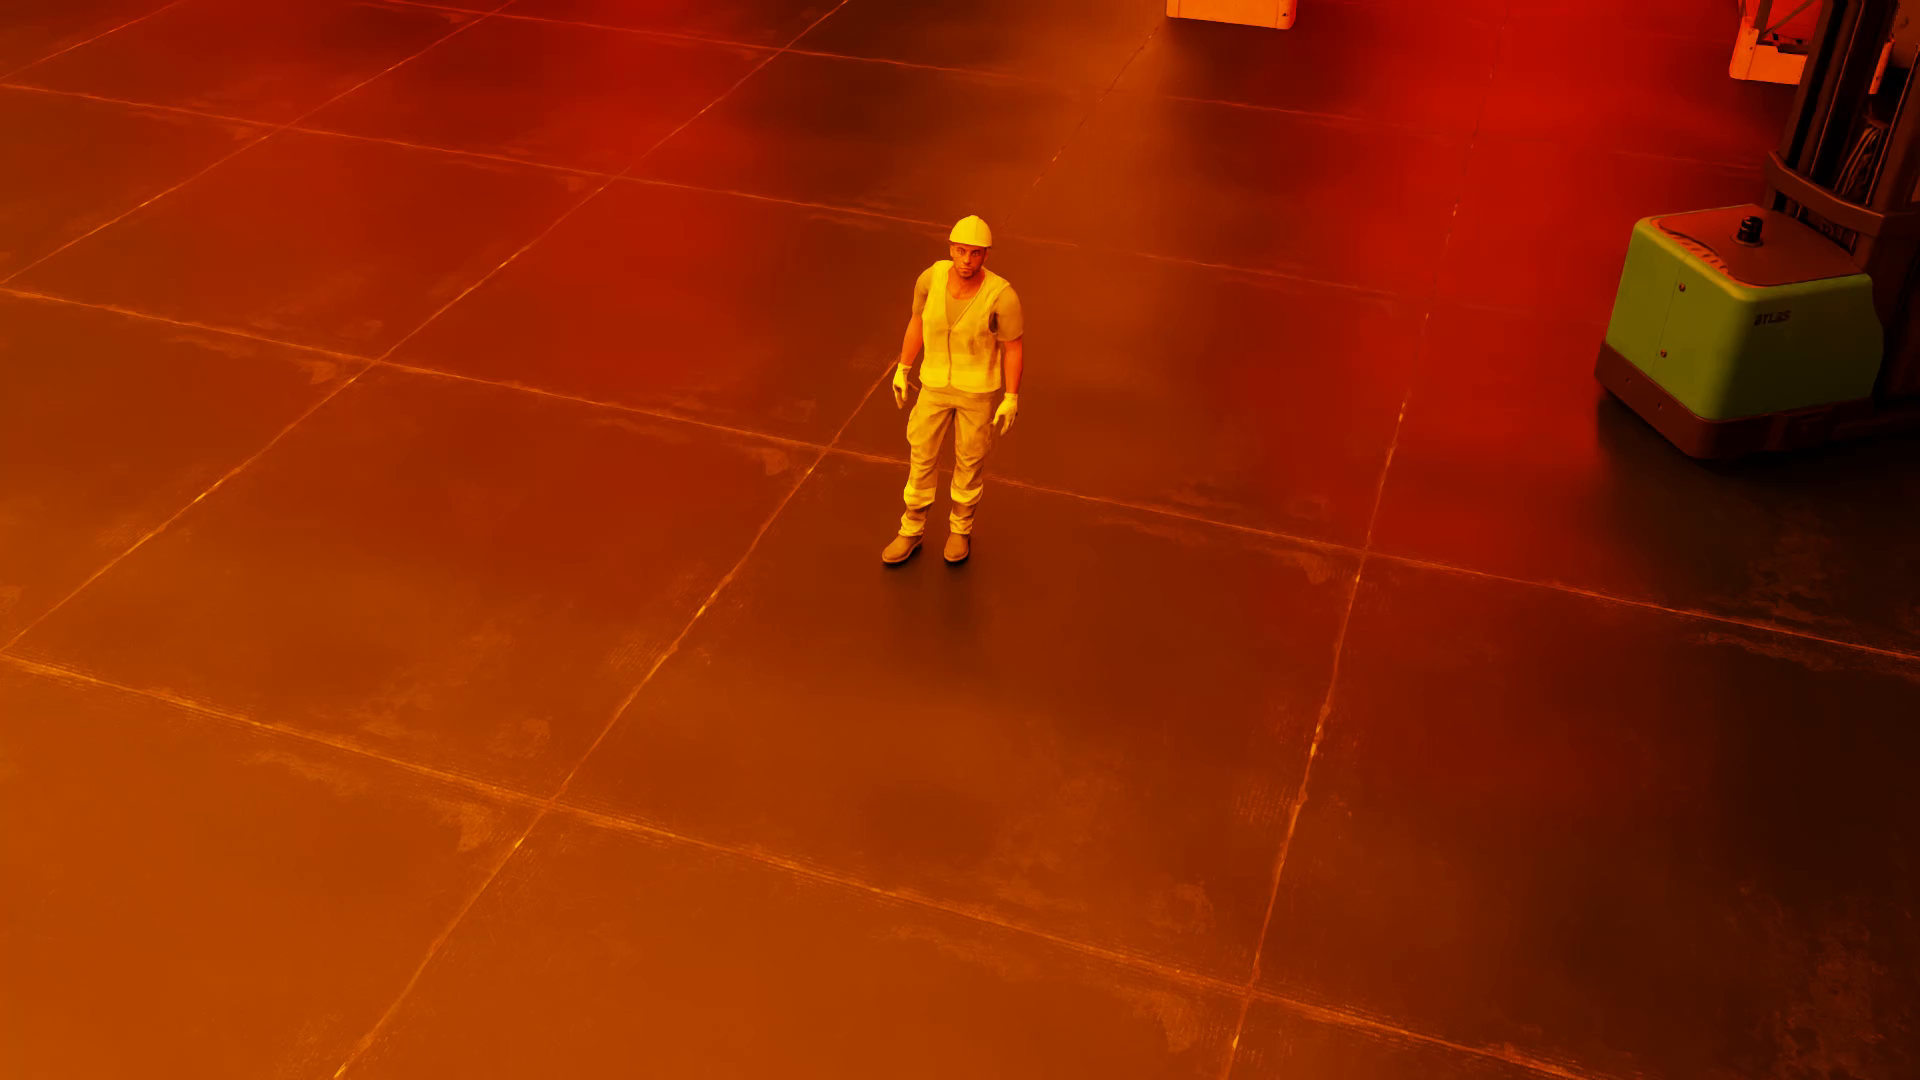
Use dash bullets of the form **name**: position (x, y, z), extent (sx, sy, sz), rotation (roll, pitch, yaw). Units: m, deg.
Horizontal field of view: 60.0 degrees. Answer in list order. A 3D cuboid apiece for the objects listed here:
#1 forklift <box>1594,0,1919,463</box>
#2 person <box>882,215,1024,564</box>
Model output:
- **forklift**: position (5.349, -2.092, 9.062), extent (3.031, 2.935, 1.130), rotation (-9, 36, -13)
- **person**: position (-0.038, -0.695, 8.065), extent (0.637, 1.787, 0.564), rotation (12, 37, 16)
